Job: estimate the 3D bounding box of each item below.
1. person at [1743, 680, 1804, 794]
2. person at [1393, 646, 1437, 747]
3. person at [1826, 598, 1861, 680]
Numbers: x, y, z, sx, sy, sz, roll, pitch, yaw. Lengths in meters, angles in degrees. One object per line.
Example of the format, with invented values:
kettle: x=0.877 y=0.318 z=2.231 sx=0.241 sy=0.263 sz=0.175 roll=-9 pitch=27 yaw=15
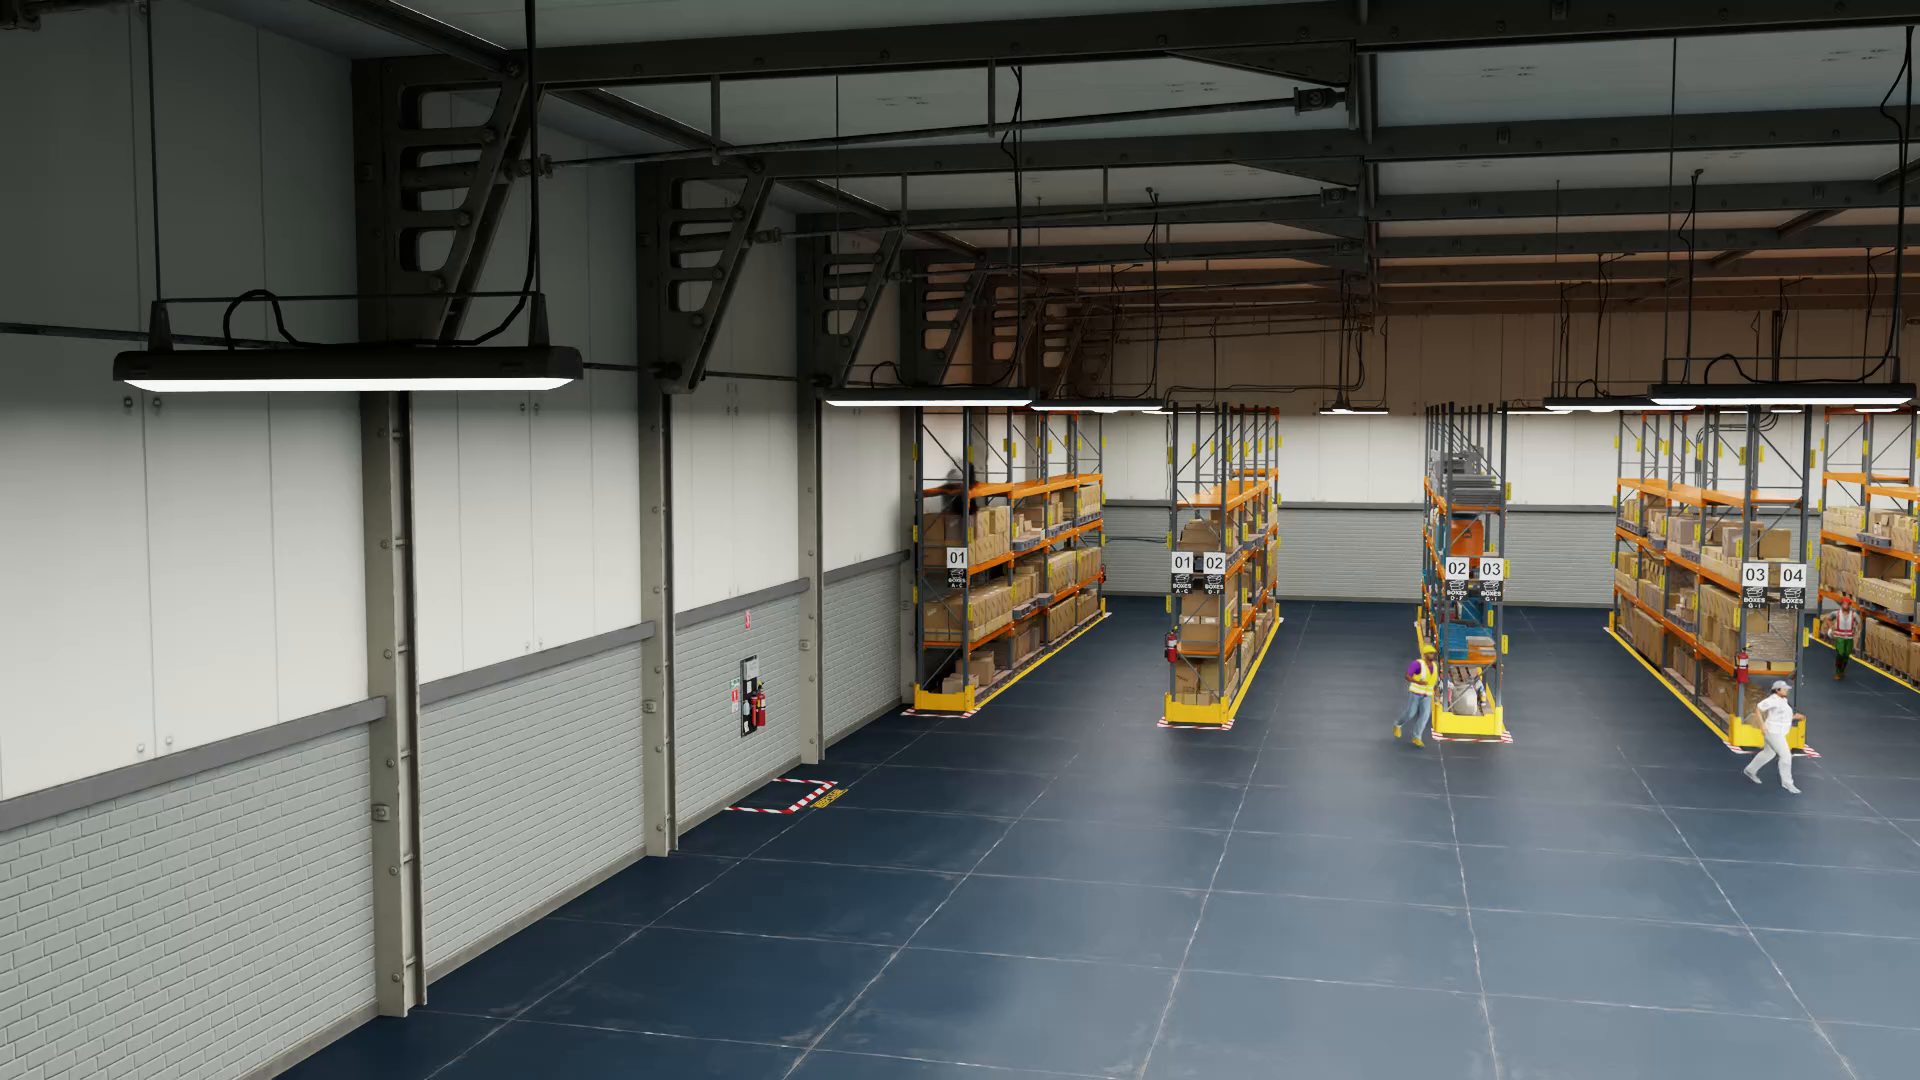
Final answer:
person: x=12.492 y=2.994 z=25.542 sx=0.869 sy=1.706 sz=0.583 roll=4 pitch=6 yaw=40
person: x=8.128 y=2.705 z=29.242 sx=0.706 sy=1.726 sz=0.926 roll=-1 pitch=4 yaw=-16
person: x=19.289 y=2.167 z=36.251 sx=0.642 sy=1.816 sz=0.738 roll=1 pitch=4 yaw=14
